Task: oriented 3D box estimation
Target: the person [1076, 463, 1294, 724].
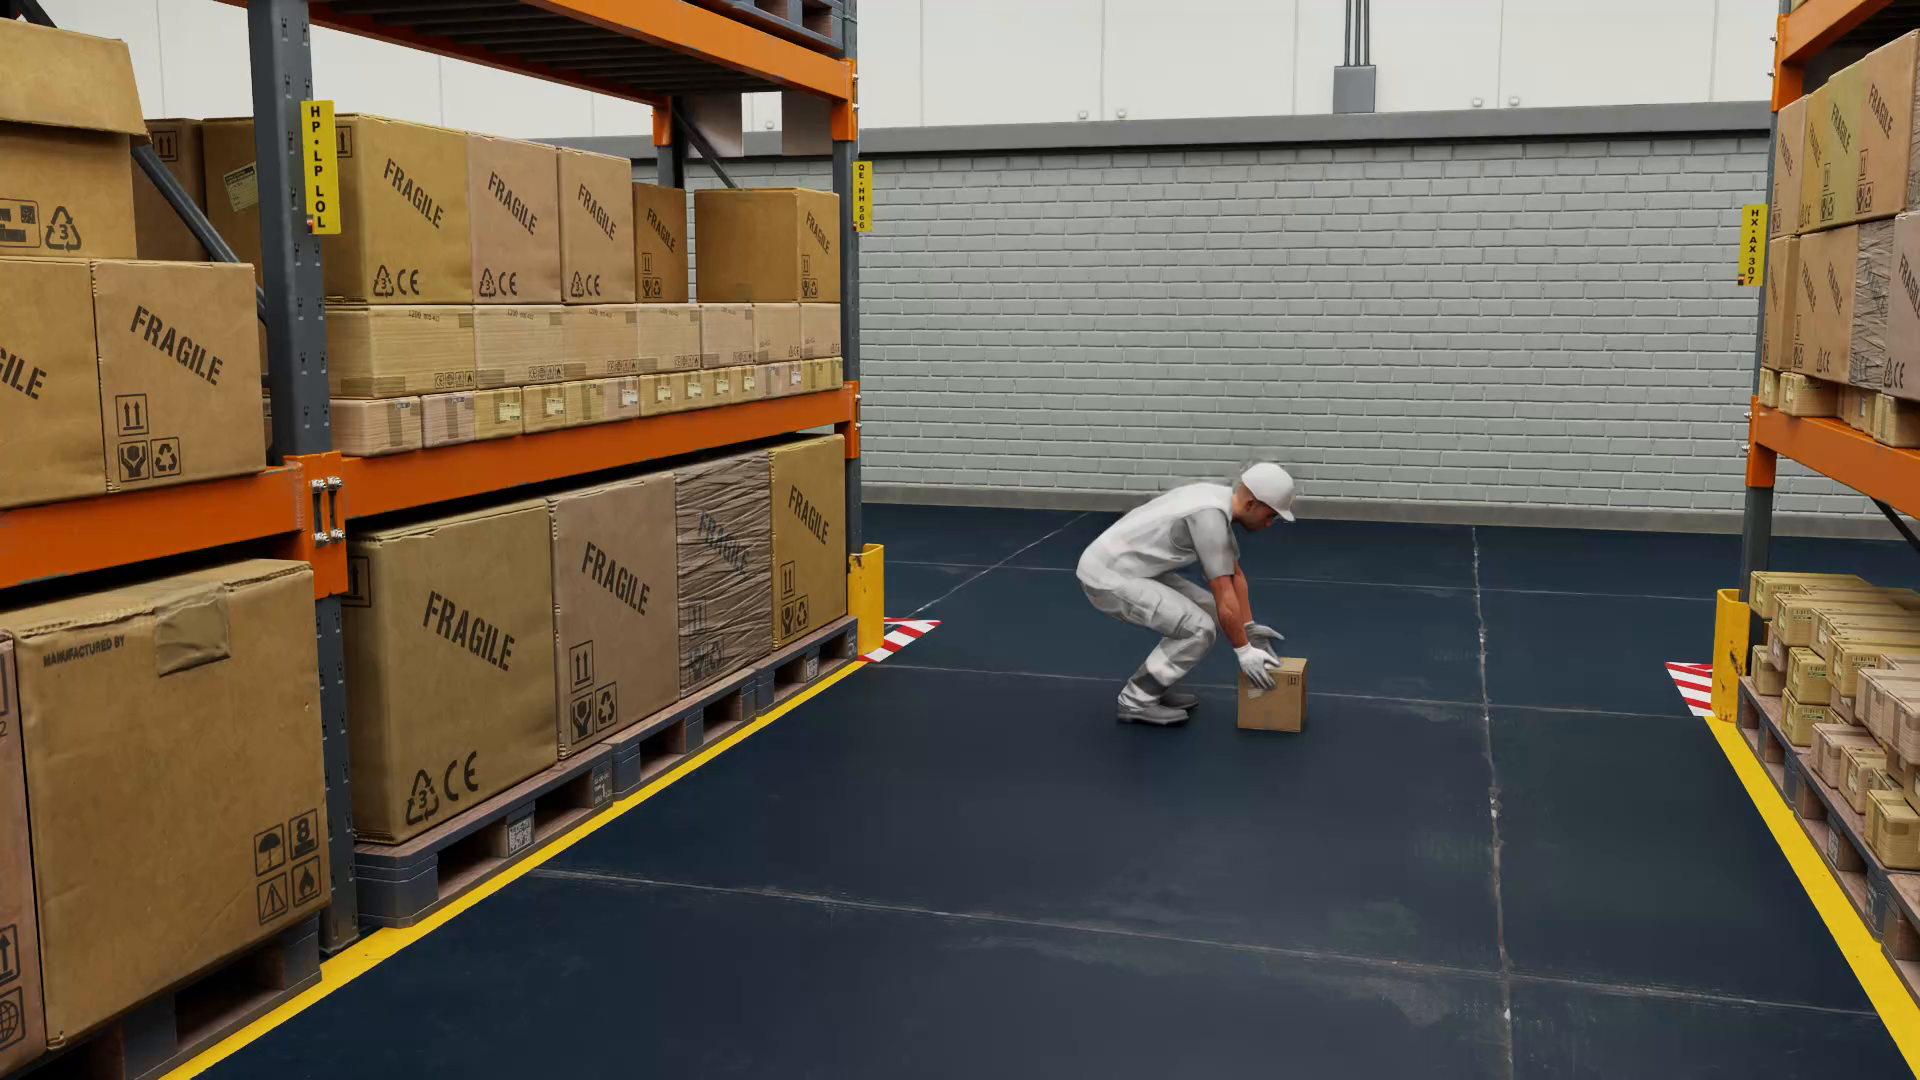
[{"bbox_3d":[0.927,0.205,6.867,0.870,1.065,0.578,2,9,16],"label":"person"}]
